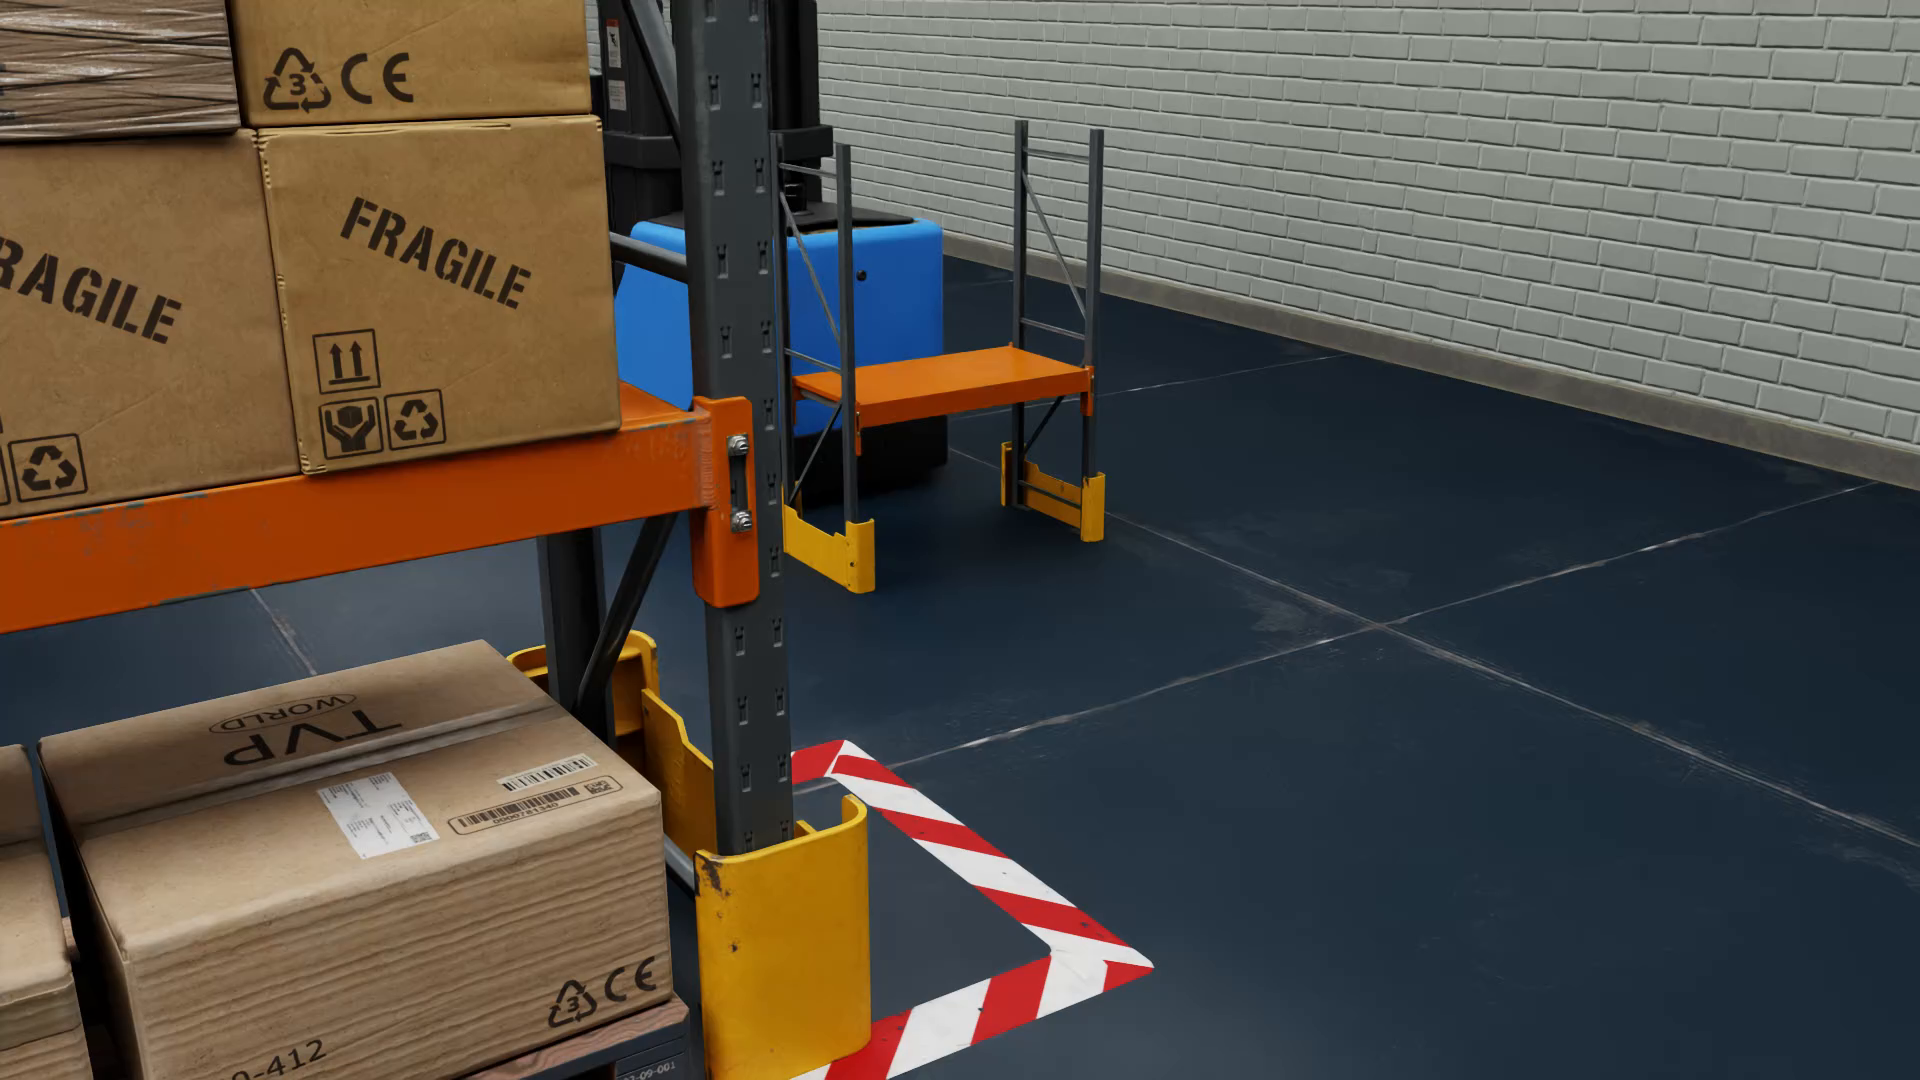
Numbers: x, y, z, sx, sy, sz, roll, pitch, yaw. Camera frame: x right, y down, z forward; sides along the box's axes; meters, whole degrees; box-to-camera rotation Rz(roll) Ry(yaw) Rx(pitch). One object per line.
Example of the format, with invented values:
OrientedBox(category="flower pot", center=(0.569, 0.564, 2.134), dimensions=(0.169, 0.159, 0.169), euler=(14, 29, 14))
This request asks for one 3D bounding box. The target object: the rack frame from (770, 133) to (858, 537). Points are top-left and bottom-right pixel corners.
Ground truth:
OrientedBox(category="rack frame", center=(-0.496, -0.606, 5.695), dimensions=(0.032, 1.500, 0.500), euler=(-12, 22, -31))

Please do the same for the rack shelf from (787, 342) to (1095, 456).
OrientedBox(category="rack shelf", center=(-0.071, -0.525, 6.018), dimensions=(1.000, 0.185, 0.538), euler=(-12, 22, -31))

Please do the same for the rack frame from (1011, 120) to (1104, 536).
OrientedBox(category="rack frame", center=(0.353, -0.785, 6.225), dimensions=(0.032, 1.500, 0.500), euler=(-12, 22, -31))

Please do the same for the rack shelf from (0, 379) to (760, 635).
OrientedBox(category="rack shelf", center=(-2.307, 0.146, 2.252), dimensions=(4.000, 0.370, 1.077), euler=(-12, 22, -31))

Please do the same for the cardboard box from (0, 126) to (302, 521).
OrientedBox(category="cardboard box", center=(-1.321, -0.354, 2.453), dimensions=(0.500, 0.500, 0.500), euler=(-12, 22, -33))

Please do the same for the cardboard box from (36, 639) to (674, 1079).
OrientedBox(category="cardboard box", center=(-1.133, 0.611, 3.099), dimensions=(0.875, 0.438, 0.875), euler=(-13, 23, -33))

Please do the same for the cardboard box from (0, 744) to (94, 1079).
OrientedBox(category="cardboard box", center=(-1.892, 0.774, 2.615), dimensions=(0.875, 0.438, 0.875), euler=(-11, 22, -30))

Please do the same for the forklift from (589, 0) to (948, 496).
OrientedBox(category="forklift", center=(-1.354, -1.926, 7.364), dimensions=(1.130, 2.935, 3.031), euler=(-14, 23, -36))

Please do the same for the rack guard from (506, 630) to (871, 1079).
OrientedBox(category="rack guard", center=(-0.616, 0.633, 3.592), dimensions=(0.348, 0.500, 1.175), euler=(-12, 22, -31))

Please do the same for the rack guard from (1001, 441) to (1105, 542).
OrientedBox(category="rack guard", center=(0.352, -0.193, 6.425), dimensions=(0.087, 0.250, 0.587), euler=(-12, 22, -31))

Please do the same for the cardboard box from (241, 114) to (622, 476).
OrientedBox(category="cardboard box", center=(-0.894, -0.438, 2.702), dimensions=(0.500, 0.500, 0.500), euler=(-12, 22, -31))

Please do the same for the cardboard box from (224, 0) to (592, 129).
OrientedBox(category="cardboard box", center=(-0.908, -0.919, 2.563), dimensions=(0.500, 0.500, 0.500), euler=(-11, 22, -30))

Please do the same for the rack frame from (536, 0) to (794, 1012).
OrientedBox(category="rack frame", center=(-0.636, -0.547, 3.179), dimensions=(0.127, 3.000, 1.000), euler=(-12, 22, -31))

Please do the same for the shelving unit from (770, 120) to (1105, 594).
OrientedBox(category="shelving unit", center=(-0.064, -0.697, 5.965), dimensions=(1.083, 1.500, 0.587), euler=(-12, 22, -31))

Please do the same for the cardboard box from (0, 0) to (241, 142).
OrientedBox(category="cardboard box", center=(-1.329, -0.819, 2.268), dimensions=(0.500, 0.500, 0.500), euler=(-12, 22, -31))

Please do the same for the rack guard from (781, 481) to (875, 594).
OrientedBox(category="rack guard", center=(-0.480, -0.017, 5.906), dimensions=(0.087, 0.250, 0.587), euler=(-12, 22, -31))

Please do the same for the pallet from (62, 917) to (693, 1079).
OrientedBox(category="pallet", center=(-1.261, 0.936, 3.147), dimensions=(1.213, 0.211, 1.003), euler=(-12, 22, -31))
